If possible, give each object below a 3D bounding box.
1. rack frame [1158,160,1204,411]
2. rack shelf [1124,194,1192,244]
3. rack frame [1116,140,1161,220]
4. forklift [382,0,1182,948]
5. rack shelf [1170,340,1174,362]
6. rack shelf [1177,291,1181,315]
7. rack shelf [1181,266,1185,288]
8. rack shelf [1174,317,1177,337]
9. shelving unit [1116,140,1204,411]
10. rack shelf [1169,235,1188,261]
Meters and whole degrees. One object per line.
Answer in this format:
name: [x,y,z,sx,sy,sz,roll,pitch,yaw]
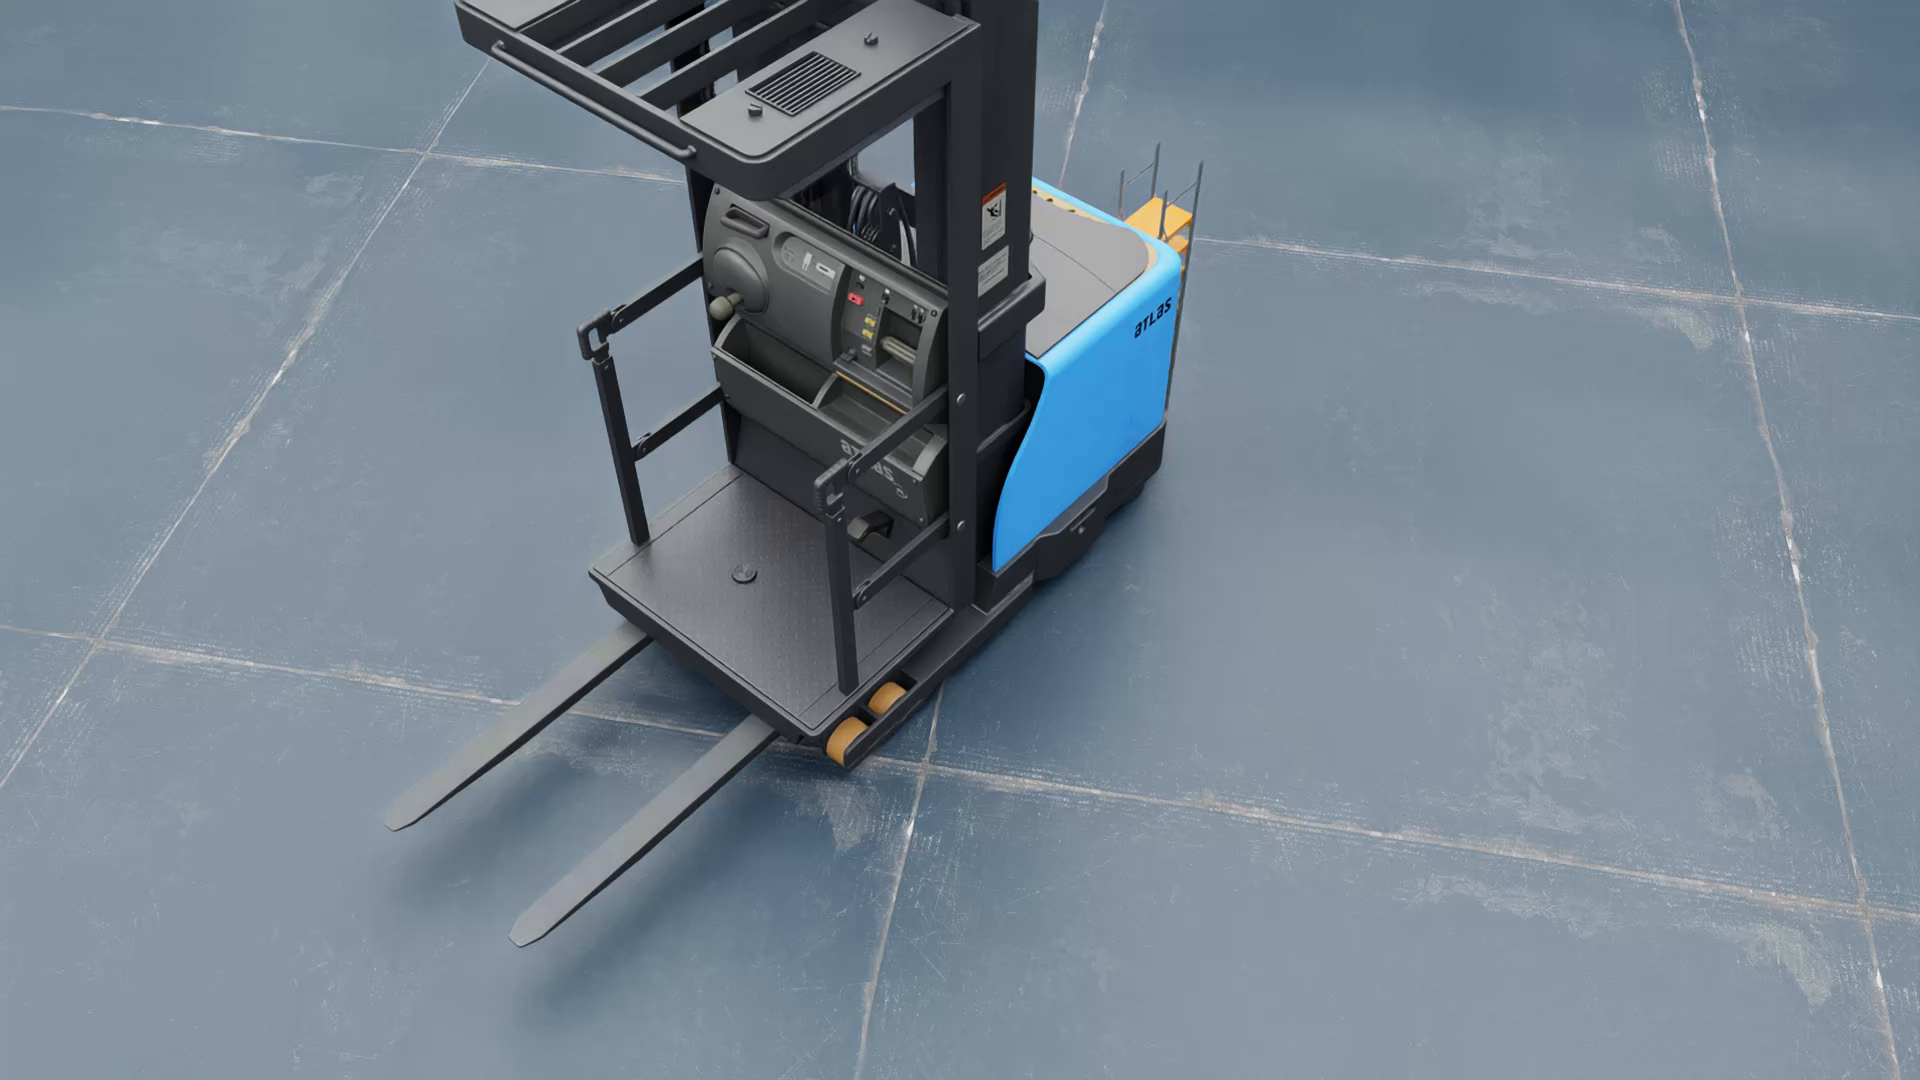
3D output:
rack frame: [0.770,-0.863,6.216,0.006,1.200,0.240,32,55,25]
rack shelf: [0.704,-1.119,6.021,0.180,0.103,0.258,32,55,25]
rack frame: [0.629,-0.950,6.293,0.006,1.200,0.240,32,55,25]
forklift: [-0.560,-0.651,4.865,1.130,2.935,3.031,32,56,26]
rack shelf: [0.695,-0.715,6.465,0.180,0.103,0.258,32,55,25]
rack shelf: [0.699,-0.876,6.287,0.180,0.103,0.258,32,55,25]
rack shelf: [0.700,-0.957,6.198,0.180,0.103,0.258,32,55,25]
rack shelf: [0.697,-0.796,6.376,0.180,0.103,0.258,32,55,25]
shelving unit: [0.699,-0.906,6.254,0.189,1.200,0.258,32,55,25]
rack shelf: [0.702,-1.038,6.110,0.180,0.103,0.258,32,55,25]
